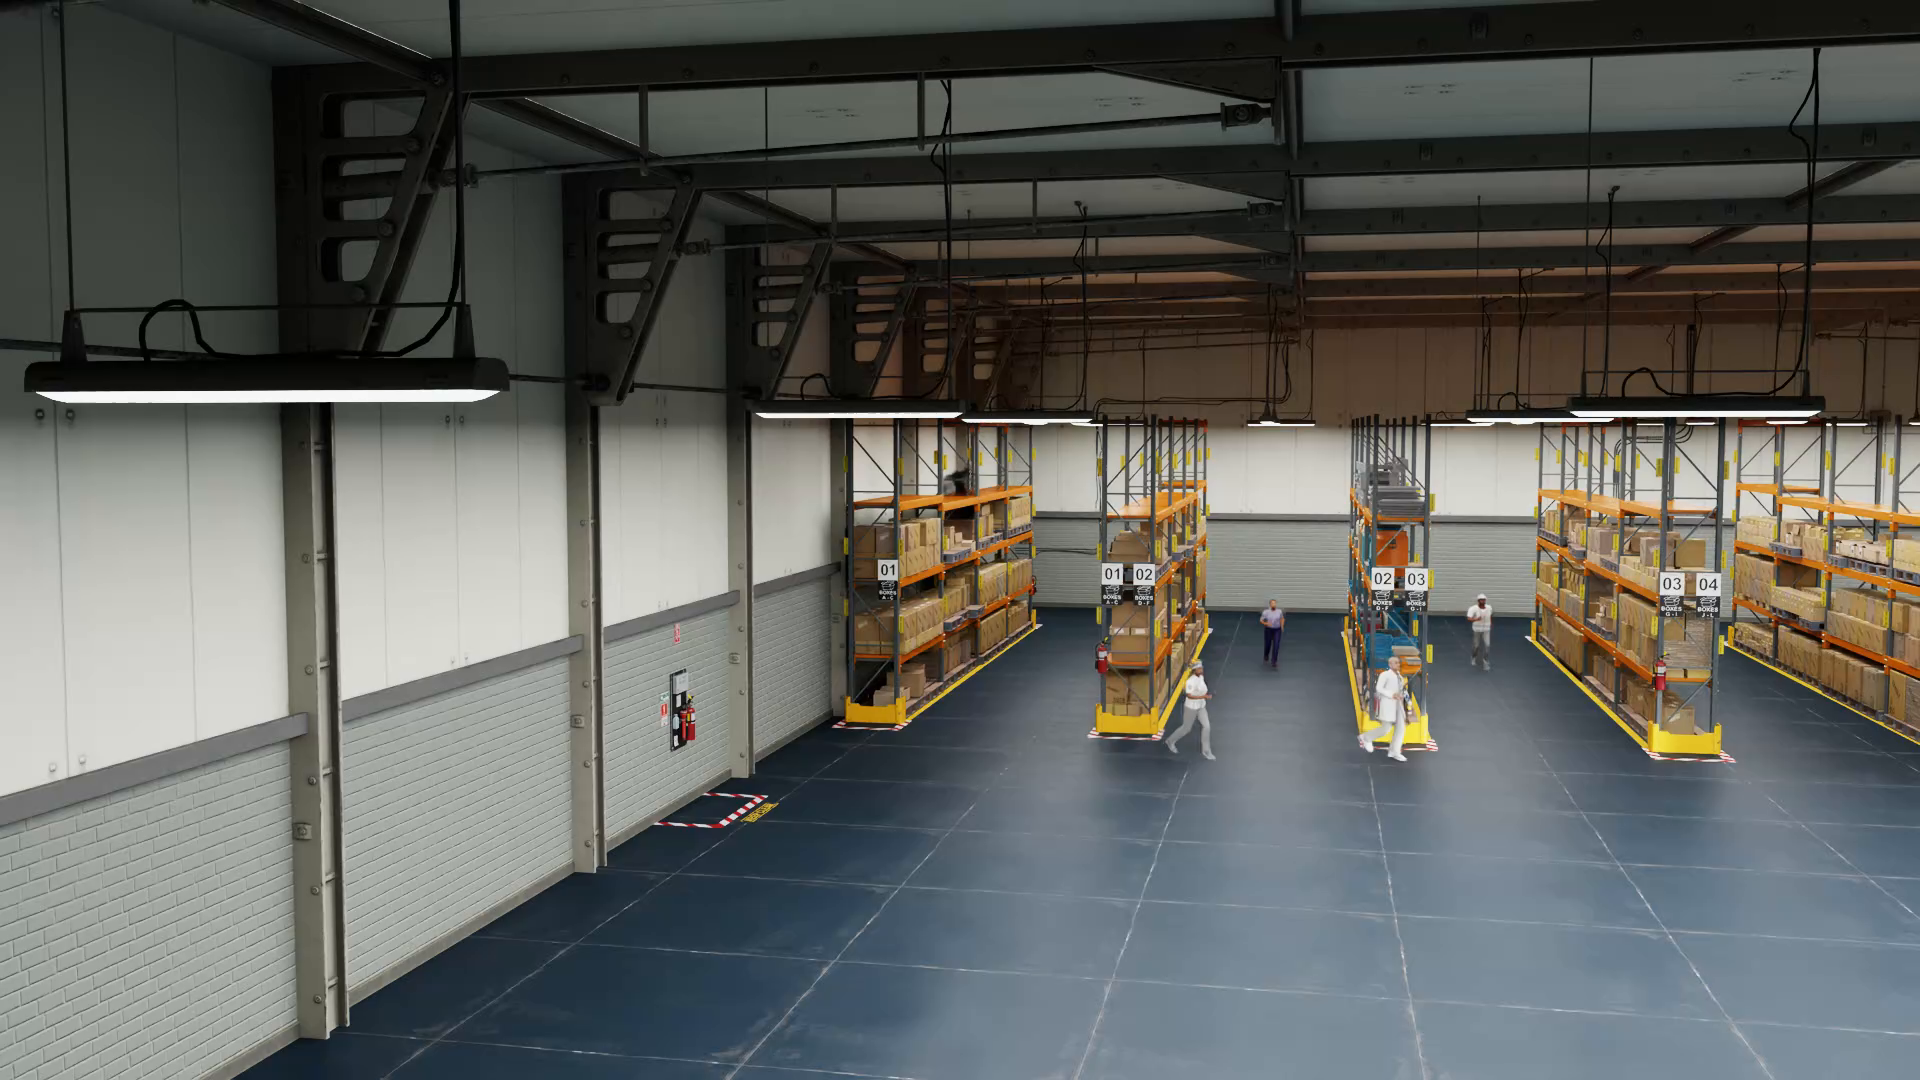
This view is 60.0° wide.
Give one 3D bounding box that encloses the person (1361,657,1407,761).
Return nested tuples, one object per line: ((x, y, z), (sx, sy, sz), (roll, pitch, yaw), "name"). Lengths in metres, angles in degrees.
((7.488, 2.919, 29.033), (0.723, 1.773, 0.900), (-3, 5, -39), "person")

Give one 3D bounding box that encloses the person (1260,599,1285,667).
((7.566, 2.235, 40.253), (0.613, 1.615, 0.723), (0, 4, 2), "person")

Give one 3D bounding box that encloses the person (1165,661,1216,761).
((4.058, 2.946, 29.007), (0.924, 1.734, 0.587), (4, 5, 45), "person")

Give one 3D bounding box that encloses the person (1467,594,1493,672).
((12.408, 2.186, 39.672), (0.703, 1.823, 0.833), (0, 4, 0), "person")
